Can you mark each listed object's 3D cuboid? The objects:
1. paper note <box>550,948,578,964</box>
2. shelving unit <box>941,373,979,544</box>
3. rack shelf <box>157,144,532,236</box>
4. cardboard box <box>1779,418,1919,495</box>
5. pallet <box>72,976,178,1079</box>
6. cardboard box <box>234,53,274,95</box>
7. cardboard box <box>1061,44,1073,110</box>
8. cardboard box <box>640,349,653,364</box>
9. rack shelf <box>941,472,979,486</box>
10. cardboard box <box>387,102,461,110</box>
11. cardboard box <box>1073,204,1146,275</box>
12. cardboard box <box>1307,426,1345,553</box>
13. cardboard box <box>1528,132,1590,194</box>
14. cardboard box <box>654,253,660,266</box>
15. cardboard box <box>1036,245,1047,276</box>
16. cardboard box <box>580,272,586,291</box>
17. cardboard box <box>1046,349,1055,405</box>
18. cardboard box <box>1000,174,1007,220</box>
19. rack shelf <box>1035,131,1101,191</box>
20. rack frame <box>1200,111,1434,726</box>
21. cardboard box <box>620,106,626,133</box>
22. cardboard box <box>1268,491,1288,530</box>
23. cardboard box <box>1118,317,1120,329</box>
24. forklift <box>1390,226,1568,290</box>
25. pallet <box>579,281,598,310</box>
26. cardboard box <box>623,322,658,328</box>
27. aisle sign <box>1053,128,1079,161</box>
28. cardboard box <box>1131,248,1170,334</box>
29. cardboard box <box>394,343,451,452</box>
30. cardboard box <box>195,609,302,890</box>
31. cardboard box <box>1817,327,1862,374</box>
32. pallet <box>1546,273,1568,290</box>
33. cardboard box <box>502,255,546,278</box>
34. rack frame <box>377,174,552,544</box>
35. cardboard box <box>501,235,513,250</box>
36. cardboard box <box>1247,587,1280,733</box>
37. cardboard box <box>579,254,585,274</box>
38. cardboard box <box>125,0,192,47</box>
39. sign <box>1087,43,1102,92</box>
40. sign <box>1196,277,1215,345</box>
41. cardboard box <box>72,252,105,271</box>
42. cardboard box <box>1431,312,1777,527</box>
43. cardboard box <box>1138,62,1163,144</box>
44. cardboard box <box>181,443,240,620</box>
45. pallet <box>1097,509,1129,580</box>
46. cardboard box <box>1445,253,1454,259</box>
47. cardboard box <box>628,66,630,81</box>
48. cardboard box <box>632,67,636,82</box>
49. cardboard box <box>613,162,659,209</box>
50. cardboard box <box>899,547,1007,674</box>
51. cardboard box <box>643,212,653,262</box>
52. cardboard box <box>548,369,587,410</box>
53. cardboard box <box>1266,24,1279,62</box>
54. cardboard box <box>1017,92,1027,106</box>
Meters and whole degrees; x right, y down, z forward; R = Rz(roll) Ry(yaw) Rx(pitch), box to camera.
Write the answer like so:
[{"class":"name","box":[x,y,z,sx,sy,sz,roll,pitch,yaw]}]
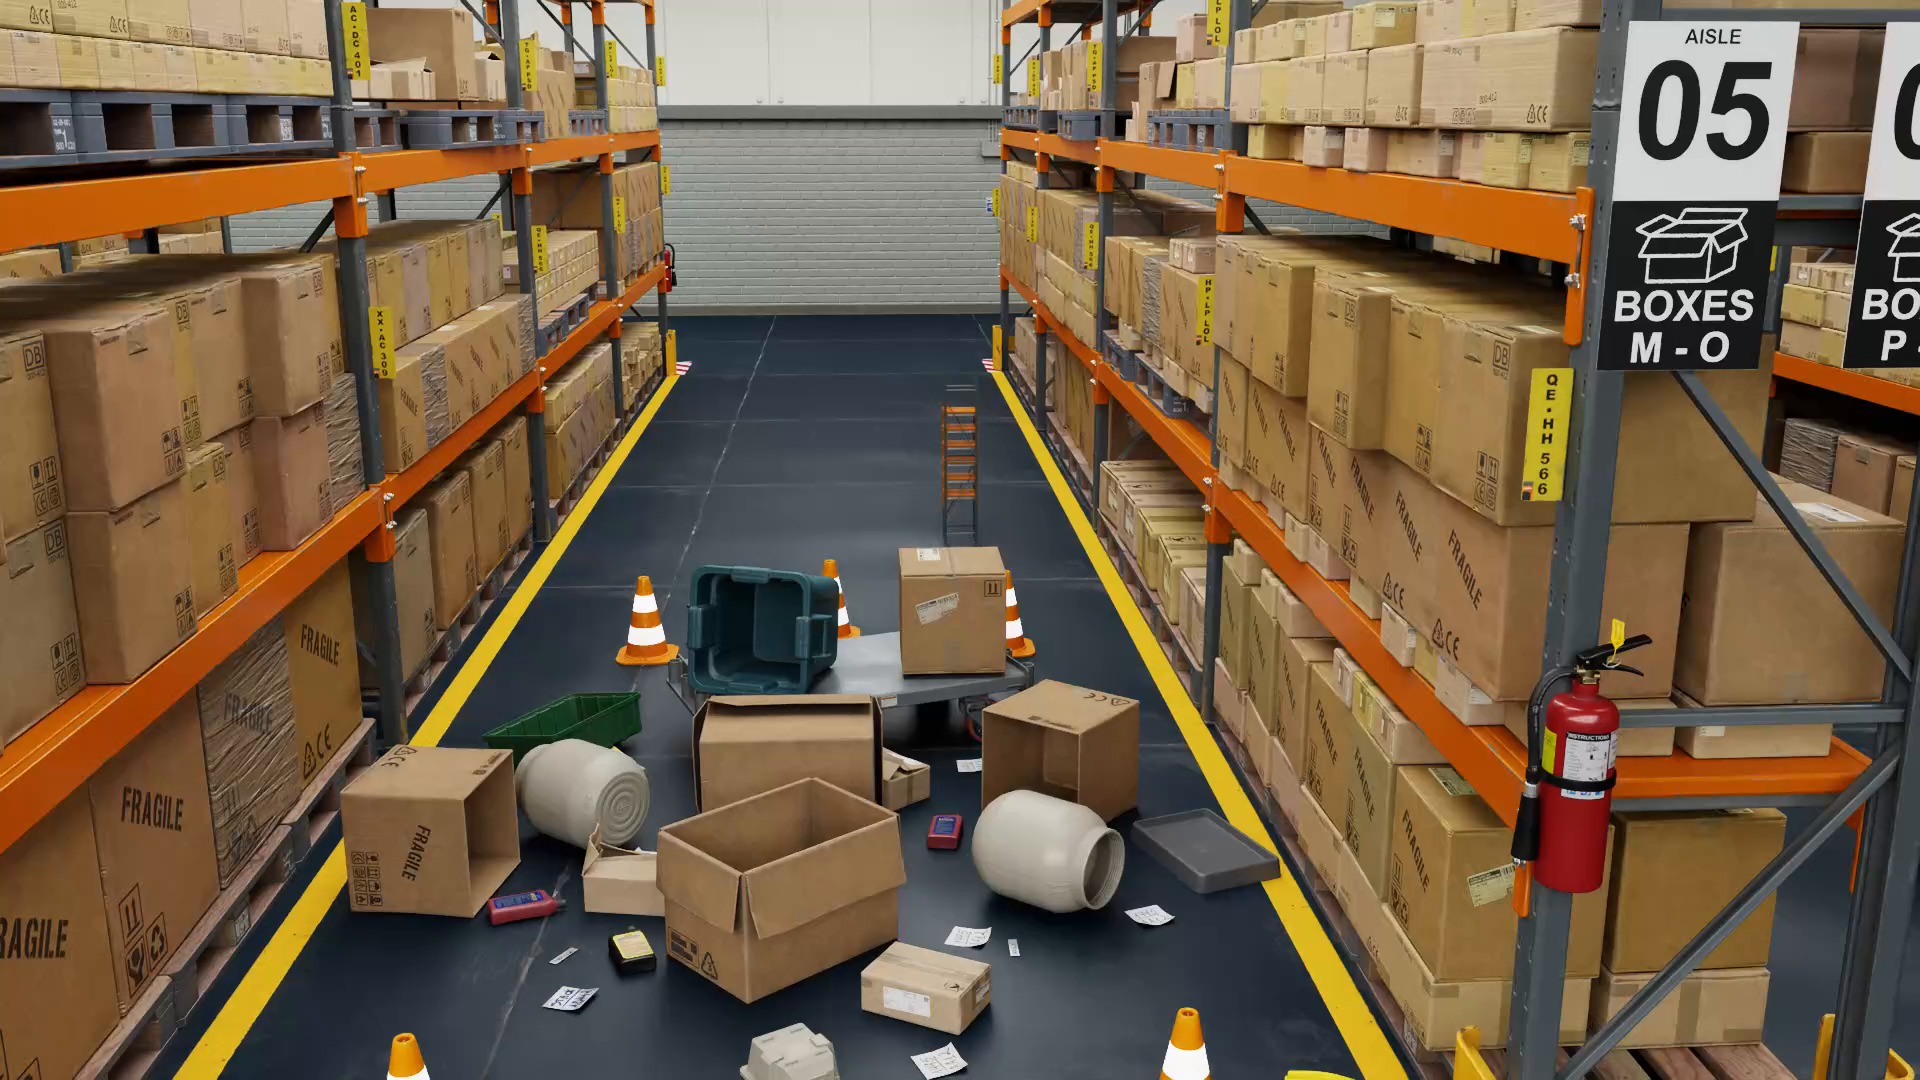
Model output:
[{"class":"paper note","box":[-1.451,1.522,6.089,0.032,0.001,0.123,7,16,26]},{"class":"shelving unit","box":[0.001,-0.577,11.863,0.258,1.200,0.189,-1,14,-3]},{"class":"rack shelf","box":[-3.325,-2.039,9.355,1.077,0.370,4.000,-1,14,-3]},{"class":"cardboard box","box":[6.464,-0.509,11.908,0.875,0.625,0.625,0,14,-2]},{"class":"pallet","box":[-3.081,1.710,4.955,1.003,0.211,1.213,-1,14,-3]},{"class":"cardboard box","box":[-2.811,-1.744,6.225,0.380,0.149,0.250,-1,14,-3]},{"class":"cardboard box","box":[1.086,-3.672,13.215,0.500,0.500,0.500,-1,14,-3]},{"class":"cardboard box","box":[-3.549,-2.004,18.076,0.380,0.149,0.250,-1,14,-3]},{"class":"rack shelf","box":[0.001,-0.418,11.904,0.258,0.103,0.180,-1,14,-3]},{"class":"cardboard box","box":[-3.738,-3.071,11.723,0.500,0.500,0.500,-1,14,-3]},{"class":"cardboard box","box":[1.152,-2.318,12.810,0.500,0.500,0.500,-1,14,-2]},{"class":"cardboard box","box":[1.605,-0.243,6.152,0.500,0.500,0.500,-1,14,-3]},{"class":"cardboard box","box":[1.679,-0.959,4.220,0.380,0.149,0.250,-1,14,-3]},{"class":"cardboard box","box":[-3.643,-3.223,19.038,0.380,0.149,0.250,-1,14,-3]},{"class":"cardboard box","box":[0.983,-2.584,15.348,0.500,0.250,0.500,-1,14,-5]},{"class":"cardboard box","box":[-3.430,-2.224,14.311,0.380,0.149,0.250,-2,15,-6]},{"class":"cardboard box","box":[1.305,-1.649,16.714,0.875,0.438,0.875,-1,14,-4]},{"class":"cardboard box","box":[0.735,-3.932,19.082,0.500,0.500,0.500,-1,14,-5]},{"class":"rack shelf","box":[1.361,-3.135,13.616,1.077,0.370,4.000,-1,14,-3]},{"class":"rack frame","box":[1.733,-0.539,8.101,1.000,3.000,0.127,-1,14,-3]},{"class":"cardboard box","box":[-3.503,-4.051,16.031,0.500,0.250,0.500,-1,14,-4]},{"class":"cardboard box","box":[1.527,-0.144,7.071,0.380,0.149,0.250,0,14,-2]},{"class":"cardboard box","box":[1.319,-1.532,11.621,0.380,0.149,0.250,-2,15,-7]},{"class":"forklift","box":[3.178,-1.011,10.072,1.130,2.935,3.031,-1,14,-3]},{"class":"pallet","box":[-3.795,-2.142,14.715,1.003,0.211,1.213,-1,14,-3]},{"class":"cardboard box","box":[-3.659,-2.405,19.037,0.380,0.149,0.250,-1,14,-3]},{"class":"aisle sign","box":[1.294,-4.805,19.464,0.394,0.787,0.004,-1,14,-3]},{"class":"cardboard box","box":[1.361,-1.553,10.400,0.500,0.500,0.500,-1,14,-2]},{"class":"cardboard box","box":[-2.998,-0.746,8.706,0.500,0.500,0.500,-1,14,-3]},{"class":"cardboard box","box":[-3.173,0.770,6.435,0.875,0.875,0.875,-1,14,-3]},{"class":"cardboard box","box":[6.249,-1.299,11.357,0.500,0.250,0.500,-1,14,-5]},{"class":"pallet","box":[6.132,-2.313,15.380,1.003,0.211,1.213,-1,14,-3]},{"class":"cardboard box","box":[-3.315,-2.048,12.432,0.380,0.149,0.250,-1,14,-4]},{"class":"rack frame","box":[-3.449,-1.432,11.572,1.000,3.000,0.127,-1,14,-3]},{"class":"cardboard box","box":[-4.095,-2.559,14.418,0.380,0.149,0.250,-1,14,-3]},{"class":"cardboard box","box":[1.545,0.510,7.194,0.500,0.500,0.500,0,14,-1]},{"class":"cardboard box","box":[-3.424,-2.362,14.249,0.380,0.149,0.250,-1,14,-5]},{"class":"cardboard box","box":[-2.822,-1.719,5.328,0.500,0.250,0.500,-1,14,-4]},{"class":"sign","box":[0.930,-3.268,11.494,0.100,0.325,0.005,-1,14,-3]},{"class":"sign","box":[1.179,-1.090,7.920,0.100,0.325,0.005,-1,14,-3]},{"class":"cardboard box","box":[-8.422,-2.568,15.690,0.500,0.250,0.500,-1,14,-4]},{"class":"cardboard box","box":[1.731,-0.344,4.541,0.700,0.500,0.500,-1,14,-5]},{"class":"cardboard box","box":[1.534,-2.799,10.664,0.700,0.500,0.500,-1,14,-3]},{"class":"cardboard box","box":[-3.061,-0.015,5.766,0.875,0.550,0.500,-1,14,-3]},{"class":"pallet","box":[1.532,0.011,11.559,1.003,0.211,1.213,-1,14,-3]},{"class":"cardboard box","box":[5.757,-3.202,18.955,0.380,0.149,0.250,0,14,-2]},{"class":"cardboard box","box":[-3.536,-4.711,16.793,0.380,0.149,0.250,-1,14,-5]},{"class":"cardboard box","box":[-3.583,-4.840,17.295,0.380,0.149,0.250,-1,14,-2]},{"class":"cardboard box","box":[-3.668,-3.988,18.704,0.500,0.500,0.500,-1,14,-5]},{"class":"cardboard box","box":[-0.042,0.340,8.182,0.500,0.500,0.500,-1,14,-3]},{"class":"cardboard box","box":[-3.593,-3.252,17.849,0.500,0.500,0.500,-1,14,-3]},{"class":"cardboard box","box":[-3.300,-1.213,13.388,0.500,0.250,0.500,-1,14,-3]},{"class":"cardboard box","box":[1.479,-2.043,6.829,0.380,0.149,0.250,-1,14,-5]},{"class":"cardboard box","box":[0.827,-4.832,18.227,0.380,0.149,0.250,0,14,-1]}]
